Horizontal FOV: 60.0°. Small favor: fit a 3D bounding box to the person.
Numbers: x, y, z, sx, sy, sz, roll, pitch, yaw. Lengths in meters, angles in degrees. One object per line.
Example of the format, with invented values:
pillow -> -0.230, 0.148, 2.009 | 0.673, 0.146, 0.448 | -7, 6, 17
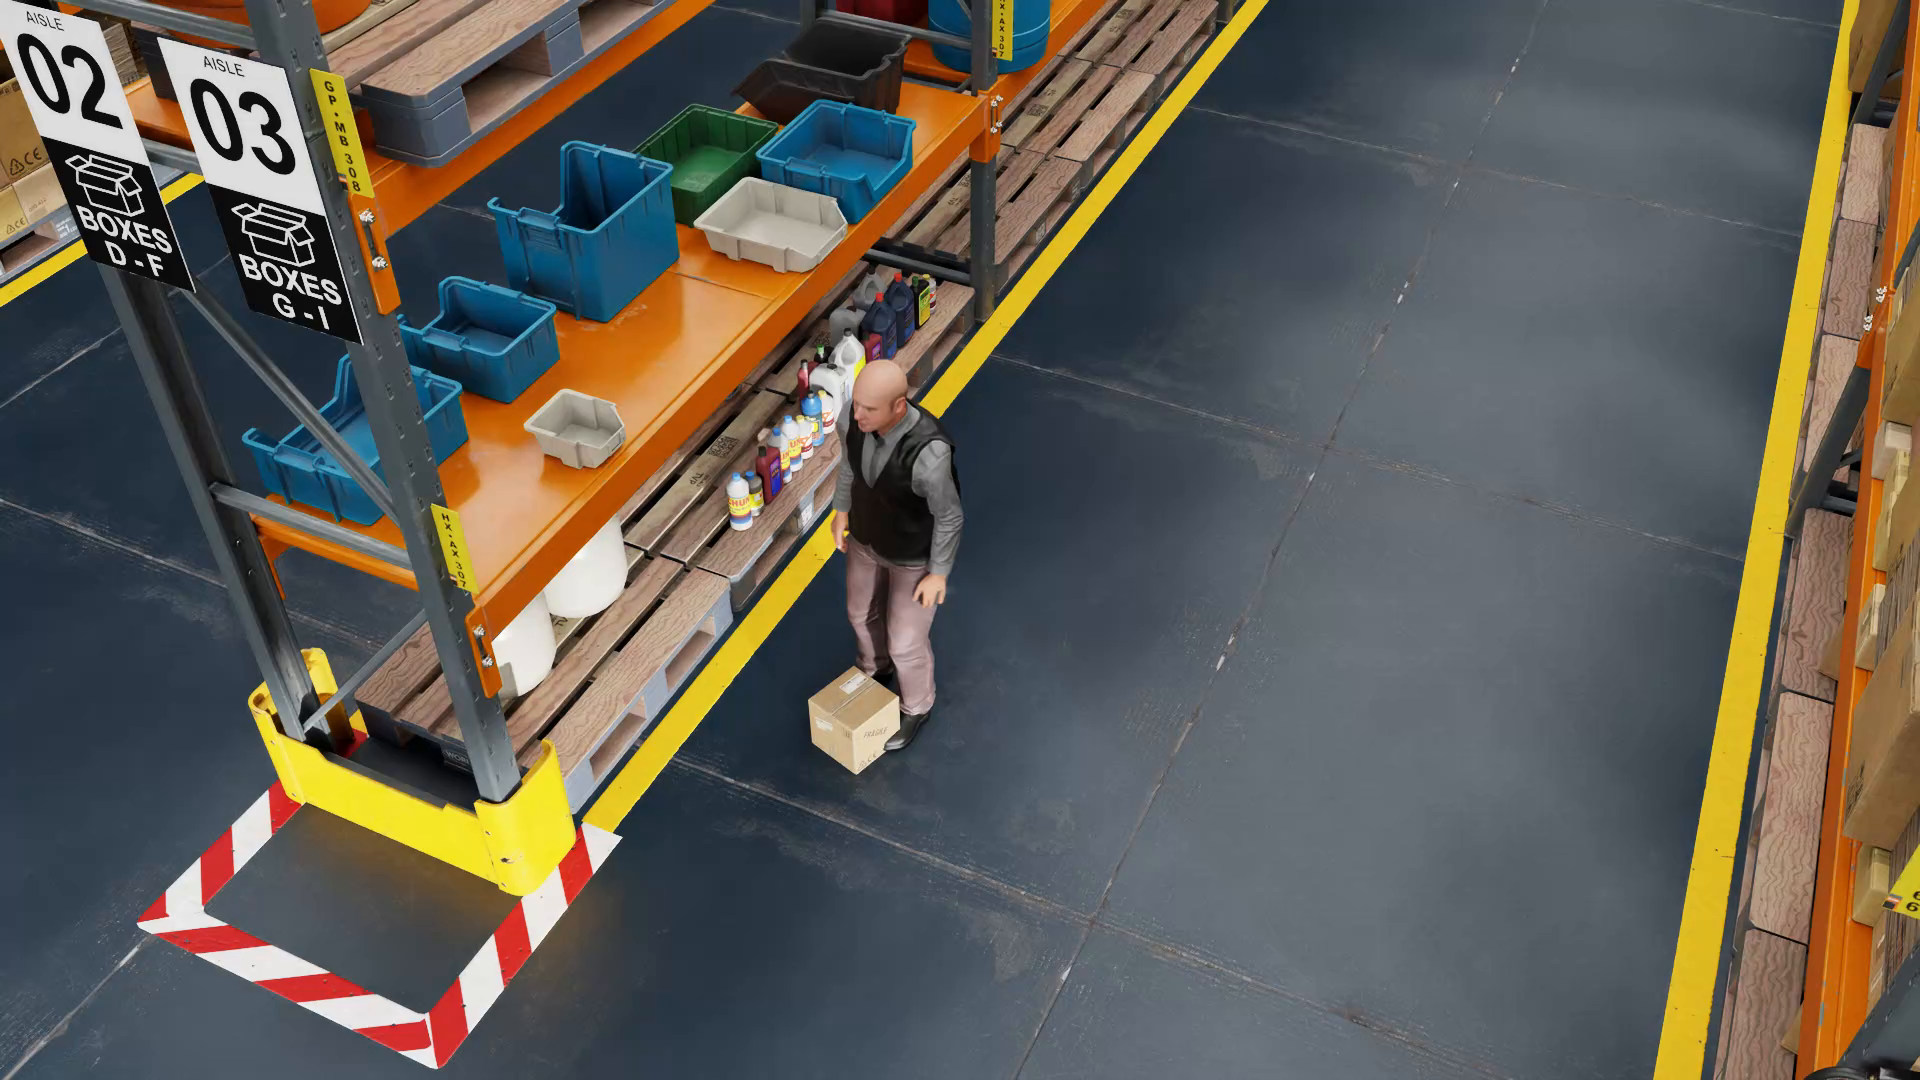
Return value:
person -> -0.240, 0.025, 6.150 | 0.580, 1.720, 0.460 | 33, 51, 31
